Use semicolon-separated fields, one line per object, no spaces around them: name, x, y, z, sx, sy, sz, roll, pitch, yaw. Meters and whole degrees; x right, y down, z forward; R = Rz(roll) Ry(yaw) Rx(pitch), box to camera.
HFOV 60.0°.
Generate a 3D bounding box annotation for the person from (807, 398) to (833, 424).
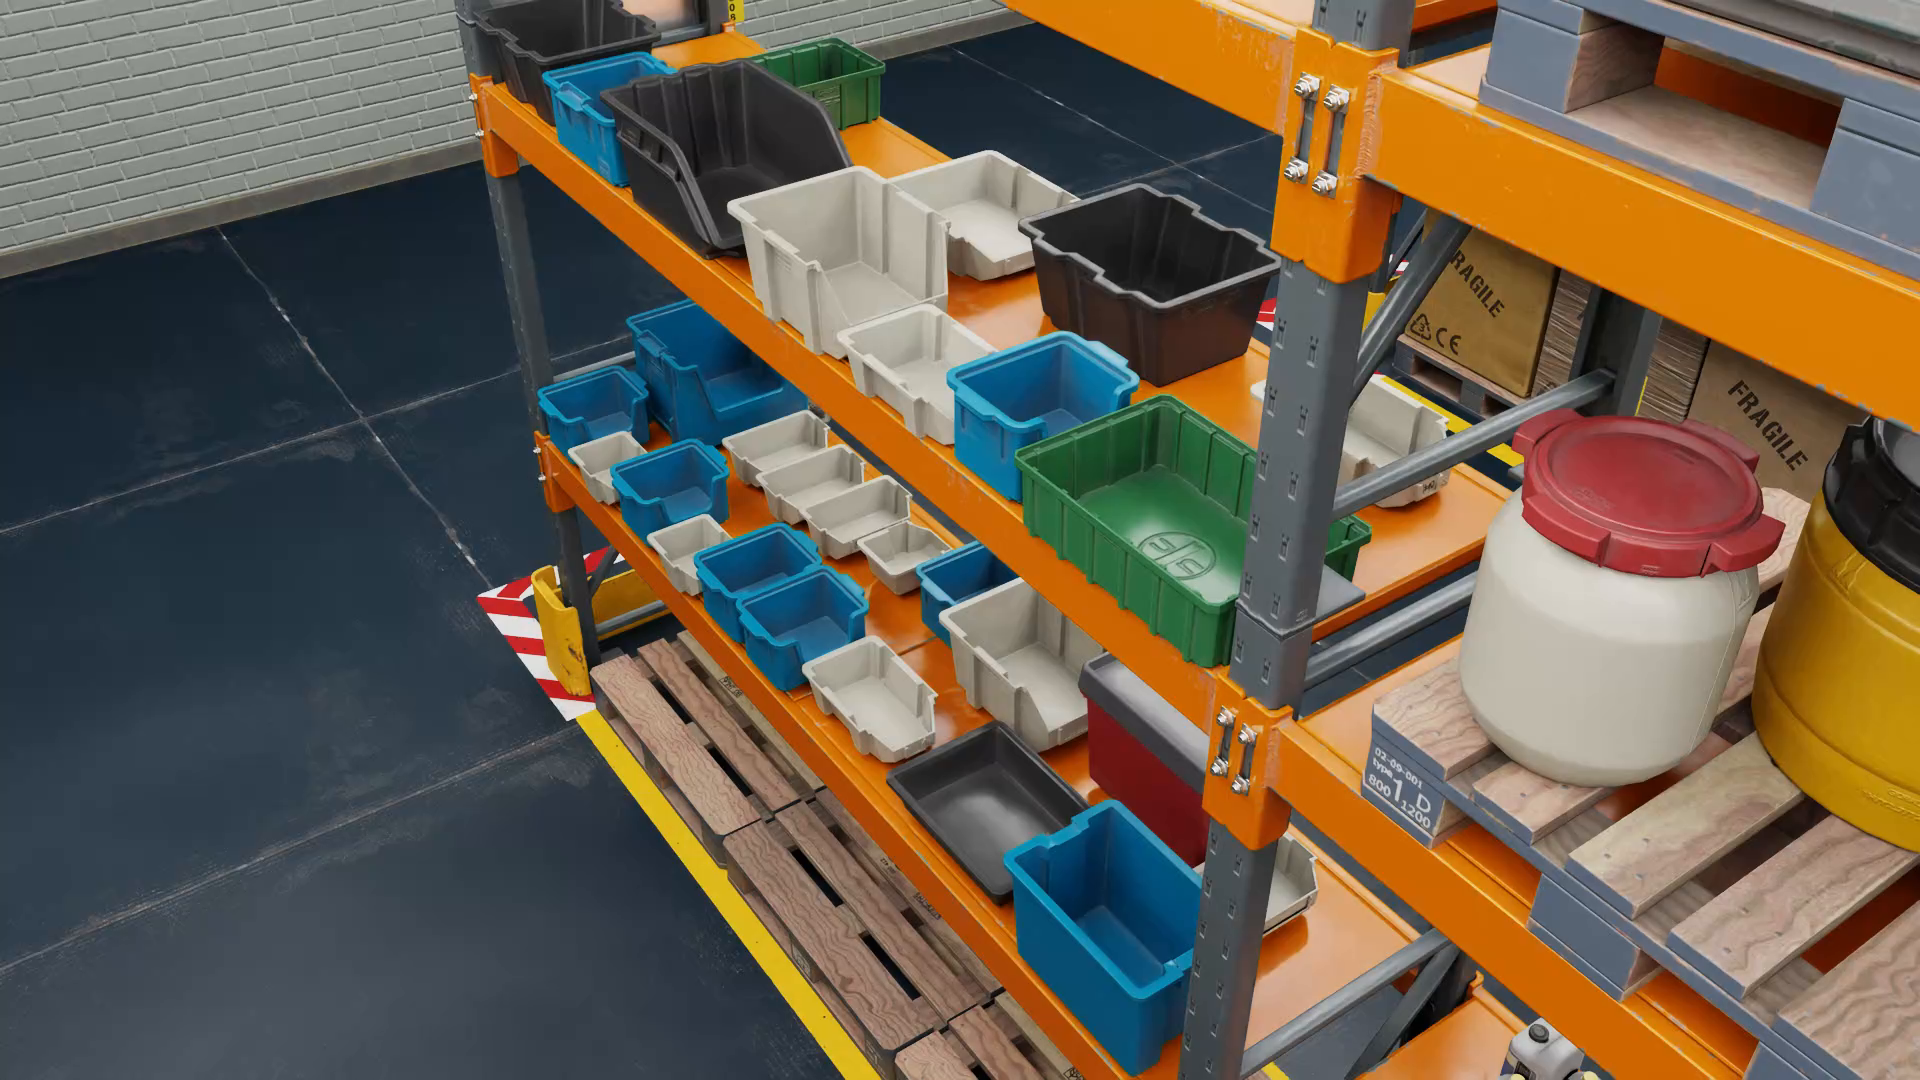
person;-1.021;-0.705;8.555;0.847;0.951;0.488;-3;37;-4
